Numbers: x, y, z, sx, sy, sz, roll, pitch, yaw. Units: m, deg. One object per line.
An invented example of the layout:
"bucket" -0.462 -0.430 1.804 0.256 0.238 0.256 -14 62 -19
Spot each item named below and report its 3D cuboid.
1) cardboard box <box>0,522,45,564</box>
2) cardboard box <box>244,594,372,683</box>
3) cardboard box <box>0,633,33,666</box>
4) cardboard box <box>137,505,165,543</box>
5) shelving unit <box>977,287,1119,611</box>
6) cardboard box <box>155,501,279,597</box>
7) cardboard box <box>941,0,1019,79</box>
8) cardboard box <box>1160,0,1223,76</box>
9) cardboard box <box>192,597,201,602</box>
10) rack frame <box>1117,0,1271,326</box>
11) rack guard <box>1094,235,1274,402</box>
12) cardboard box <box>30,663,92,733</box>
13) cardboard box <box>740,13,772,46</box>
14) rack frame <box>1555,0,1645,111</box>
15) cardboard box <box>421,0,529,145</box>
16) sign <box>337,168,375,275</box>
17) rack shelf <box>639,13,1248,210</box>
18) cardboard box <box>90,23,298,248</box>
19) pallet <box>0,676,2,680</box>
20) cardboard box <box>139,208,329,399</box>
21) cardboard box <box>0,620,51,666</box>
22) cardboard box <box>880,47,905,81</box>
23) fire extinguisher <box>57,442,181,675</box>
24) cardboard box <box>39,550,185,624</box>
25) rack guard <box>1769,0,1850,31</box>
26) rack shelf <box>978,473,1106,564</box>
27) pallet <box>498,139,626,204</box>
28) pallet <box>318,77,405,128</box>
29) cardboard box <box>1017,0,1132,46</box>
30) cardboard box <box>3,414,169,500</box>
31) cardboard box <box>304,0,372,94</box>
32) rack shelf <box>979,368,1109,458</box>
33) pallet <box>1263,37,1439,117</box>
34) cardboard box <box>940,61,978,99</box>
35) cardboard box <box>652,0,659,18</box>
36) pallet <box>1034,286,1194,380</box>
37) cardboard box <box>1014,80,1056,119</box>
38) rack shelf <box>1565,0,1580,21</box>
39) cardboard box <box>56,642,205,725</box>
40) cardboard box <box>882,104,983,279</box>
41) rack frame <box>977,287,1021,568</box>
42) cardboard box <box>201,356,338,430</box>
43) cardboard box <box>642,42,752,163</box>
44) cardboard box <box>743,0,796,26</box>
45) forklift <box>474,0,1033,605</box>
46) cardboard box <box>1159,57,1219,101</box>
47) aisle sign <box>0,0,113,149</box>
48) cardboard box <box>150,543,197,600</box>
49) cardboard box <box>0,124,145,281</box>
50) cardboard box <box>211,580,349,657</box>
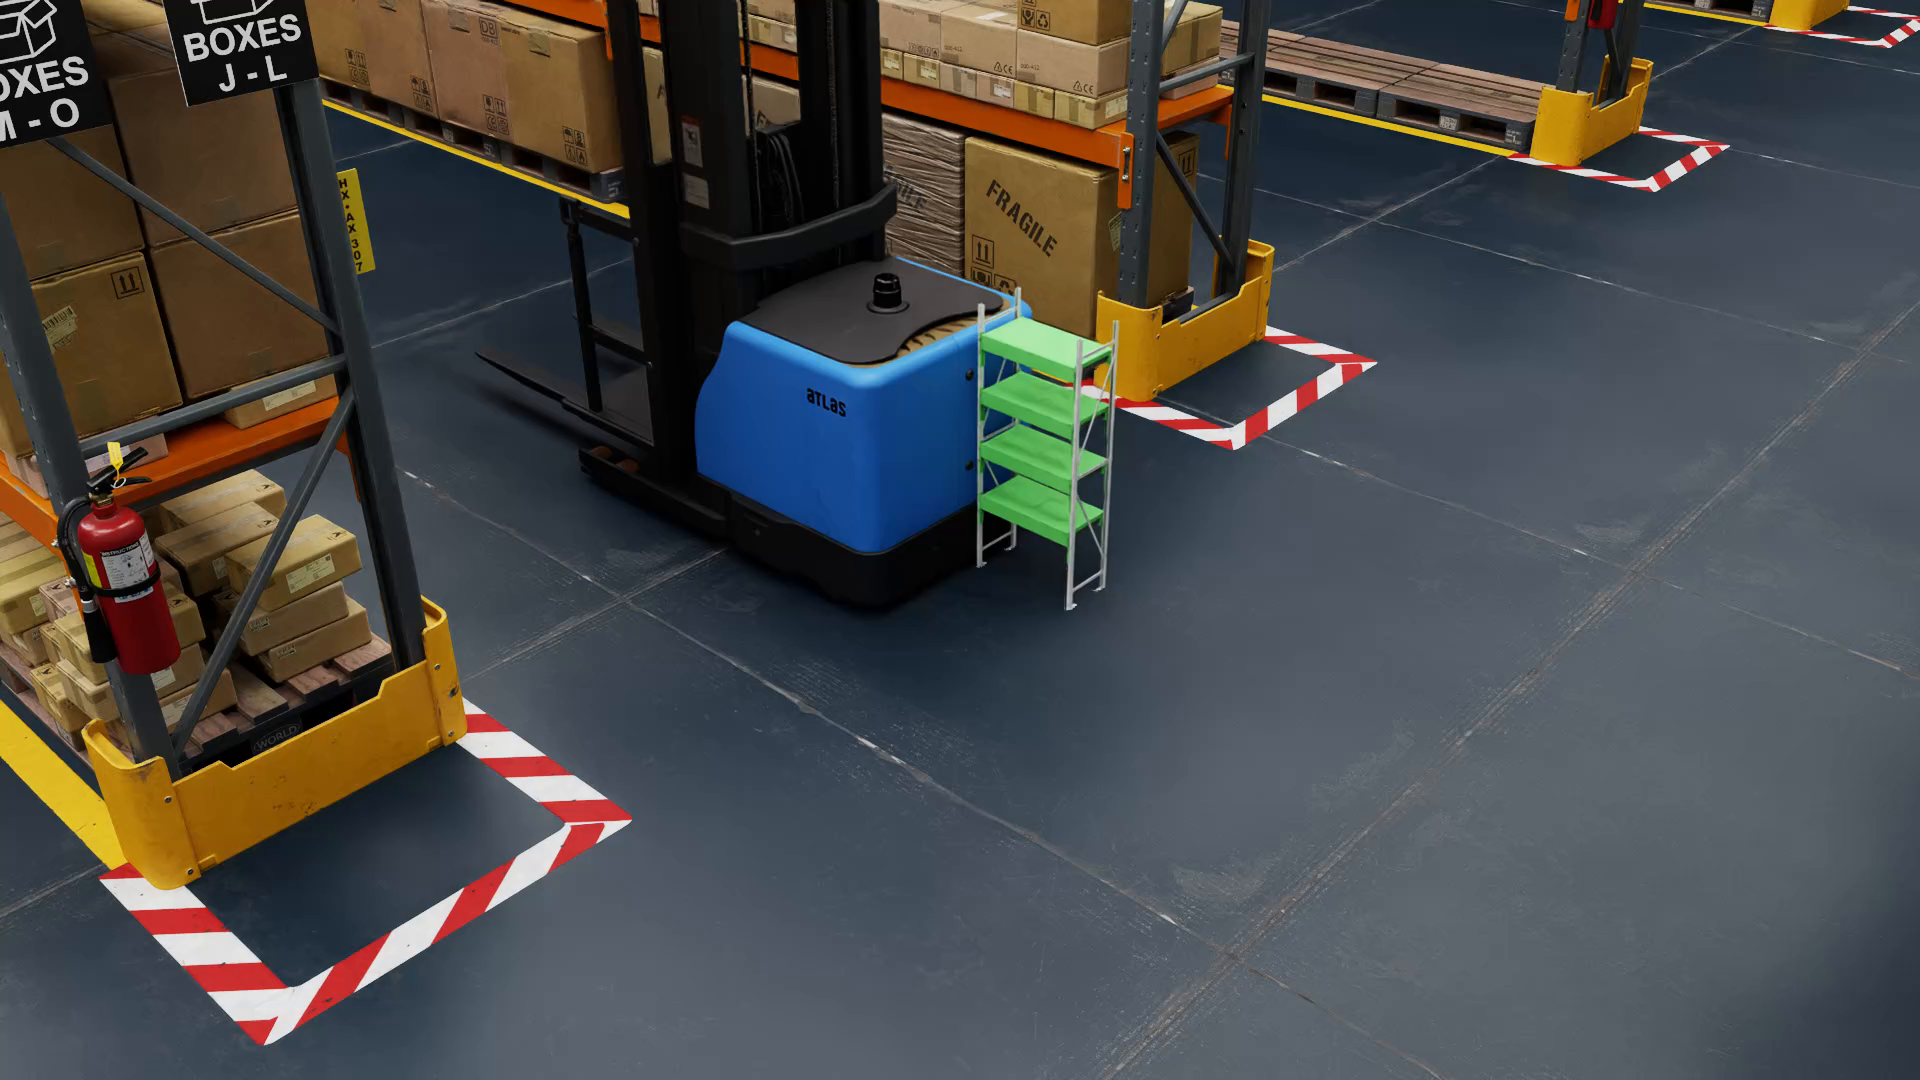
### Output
"cardboard box" -3.376 0.040 6.055 0.250 0.149 0.380 23 38 33
"cardboard box" -2.413 0.342 6.131 0.250 0.149 0.380 26 40 36
"cardboard box" -3.358 0.288 6.221 0.250 0.149 0.380 25 39 36
"cardboard box" -3.025 -0.161 6.389 0.250 0.149 0.380 23 38 33
"shelving unit" 0.337 -0.357 6.679 0.503 1.200 0.258 25 39 35
"cardboard box" -2.685 0.030 6.072 0.250 0.149 0.380 26 40 36
"cardboard box" 0.251 -2.563 8.456 0.500 0.250 0.500 24 39 34
"cardboard box" 0.989 -2.590 8.502 0.500 0.250 0.500 24 38 34
"cardboard box" -2.850 0.199 6.368 0.250 0.149 0.380 26 39 36
"rack frame" 1.164 -2.258 8.092 0.127 3.000 1.000 25 39 35
"rack guard" 1.182 -1.179 8.723 0.348 0.500 1.175 25 39 35
"cardboard box" -3.028 0.493 5.880 0.250 0.149 0.380 26 40 36
"cardboard box" -1.029 -2.944 9.476 0.250 0.149 0.380 24 39 34
"rack frame" 4.488 -4.152 11.238 0.127 3.000 1.000 25 39 35
"cardboard box" -2.953 -3.435 11.700 0.875 0.875 1.225 24 38 34
"sign" -1.875 -0.975 5.121 0.005 0.325 0.100 25 39 35
"rack shelf" -0.319 -2.642 9.428 4.000 0.370 1.077 25 39 35
"cardboard box" -2.394 -1.252 5.066 0.500 0.500 0.500 25 39 35
"pallet" -3.774 0.055 6.953 1.213 0.211 1.003 25 39 35
"cardboard box" -2.387 -0.827 5.331 0.500 0.500 0.500 27 40 37
"cardboard box" -3.208 0.265 5.970 0.250 0.149 0.380 23 38 33
"cardboard box" -0.272 -2.590 8.888 0.250 0.149 0.380 25 39 35
"fire extinguisher" -2.362 0.060 4.678 0.183 0.674 0.296 25 39 35
"cardboard box" -2.949 0.195 5.798 0.250 0.149 0.380 26 40 36
"rack guard" 7.758 -5.000 15.071 0.348 0.500 1.175 25 39 35
"rack shelf" 0.337 -0.096 6.836 0.480 0.148 0.258 25 39 35
"pallet" -2.424 -2.686 11.507 1.213 0.211 1.003 25 39 35
"pallet" -4.233 -3.530 12.909 1.213 0.211 1.003 25 39 35
"cardboard box" 0.627 -2.710 7.974 0.500 0.500 0.500 26 39 36
"cardboard box" -2.670 -0.293 5.072 0.250 0.149 0.380 25 39 35
"cardboard box" -4.270 -4.049 12.721 0.875 0.875 1.225 23 38 33
"rack shelf" 0.337 -0.508 6.588 0.480 0.148 0.258 25 39 35
"pallet" 3.002 -3.680 13.158 1.213 0.211 1.003 25 39 35
"cardboard box" 0.115 -2.411 8.591 0.250 0.149 0.380 26 40 36
"cardboard box" -1.611 -3.214 9.924 0.250 0.149 0.380 24 38 34
"pallet" 0.519 -1.310 9.221 1.213 0.211 1.003 25 39 35
"cardboard box" 0.485 -2.237 8.301 0.250 0.149 0.380 25 39 36
"rack shelf" 3.005 -4.536 12.574 4.000 0.370 1.077 25 39 35
"cardboard box" -2.822 0.444 5.672 0.250 0.149 0.380 24 38 34
"cardboard box" -0.039 -2.033 9.372 0.875 0.875 0.875 25 39 35
"rack frame" 0.156 -0.441 6.819 0.015 1.200 0.240 25 39 35
"cardboard box" -2.259 -0.526 5.459 0.250 0.149 0.380 25 39 35
"cardboard box" -1.366 -2.653 10.401 0.875 0.875 0.875 25 39 35
"cardboard box" -0.876 -3.091 9.334 0.500 0.250 0.500 26 40 36
"forklift" -1.118 -1.632 7.120 3.031 2.935 1.130 25 39 35
"cardboard box" 1.122 -2.399 8.571 0.250 0.149 0.380 26 39 36
"aisle sign" -2.386 -1.370 4.097 0.004 0.787 0.394 25 39 35
"cardboard box" -2.861 0.071 6.292 0.250 0.149 0.380 26 39 36
"cardboard box" -2.745 -1.058 4.744 0.500 0.500 0.500 24 39 34
"cardboard box" -2.455 0.238 6.014 0.250 0.149 0.380 27 40 37
